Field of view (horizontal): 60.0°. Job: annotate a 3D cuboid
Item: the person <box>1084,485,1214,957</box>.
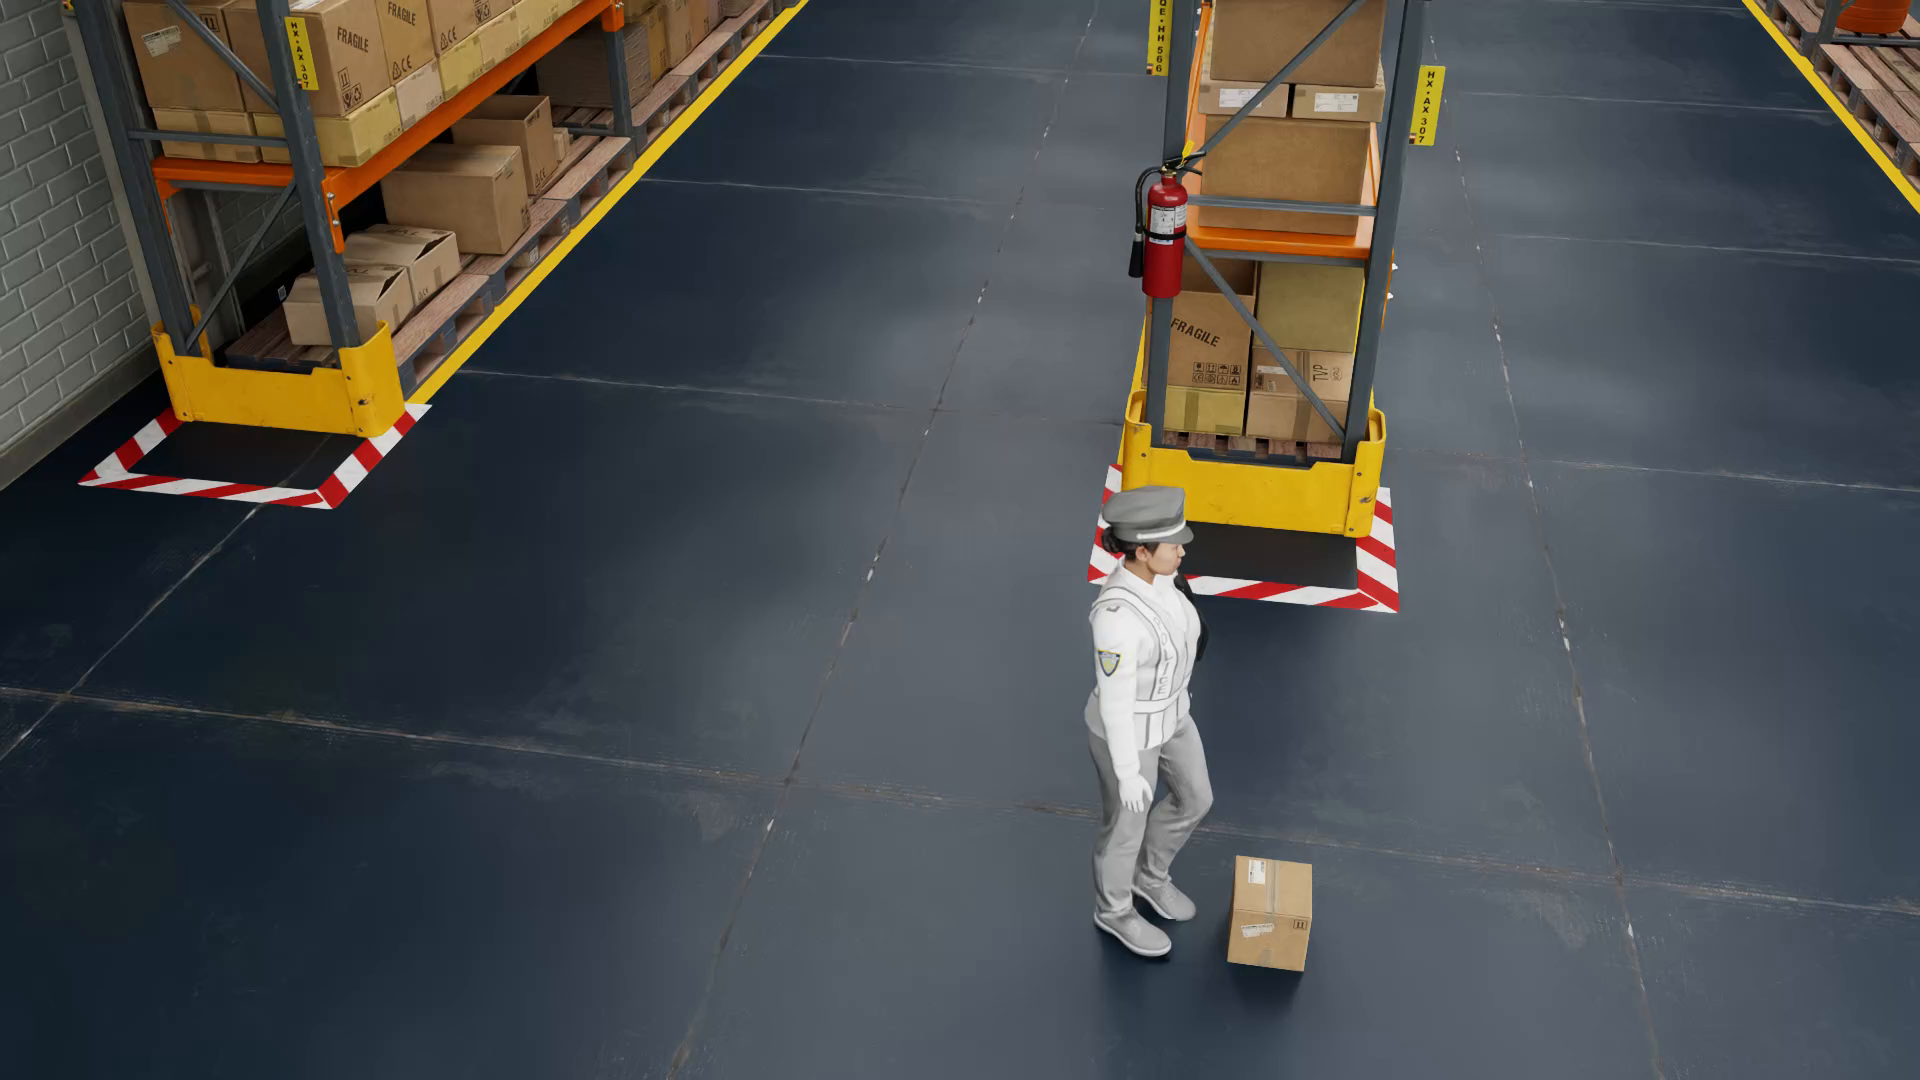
[{"bbox_3d":[0.578,0.611,5.184,0.381,1.710,0.520,16,36,23],"label":"person"}]
